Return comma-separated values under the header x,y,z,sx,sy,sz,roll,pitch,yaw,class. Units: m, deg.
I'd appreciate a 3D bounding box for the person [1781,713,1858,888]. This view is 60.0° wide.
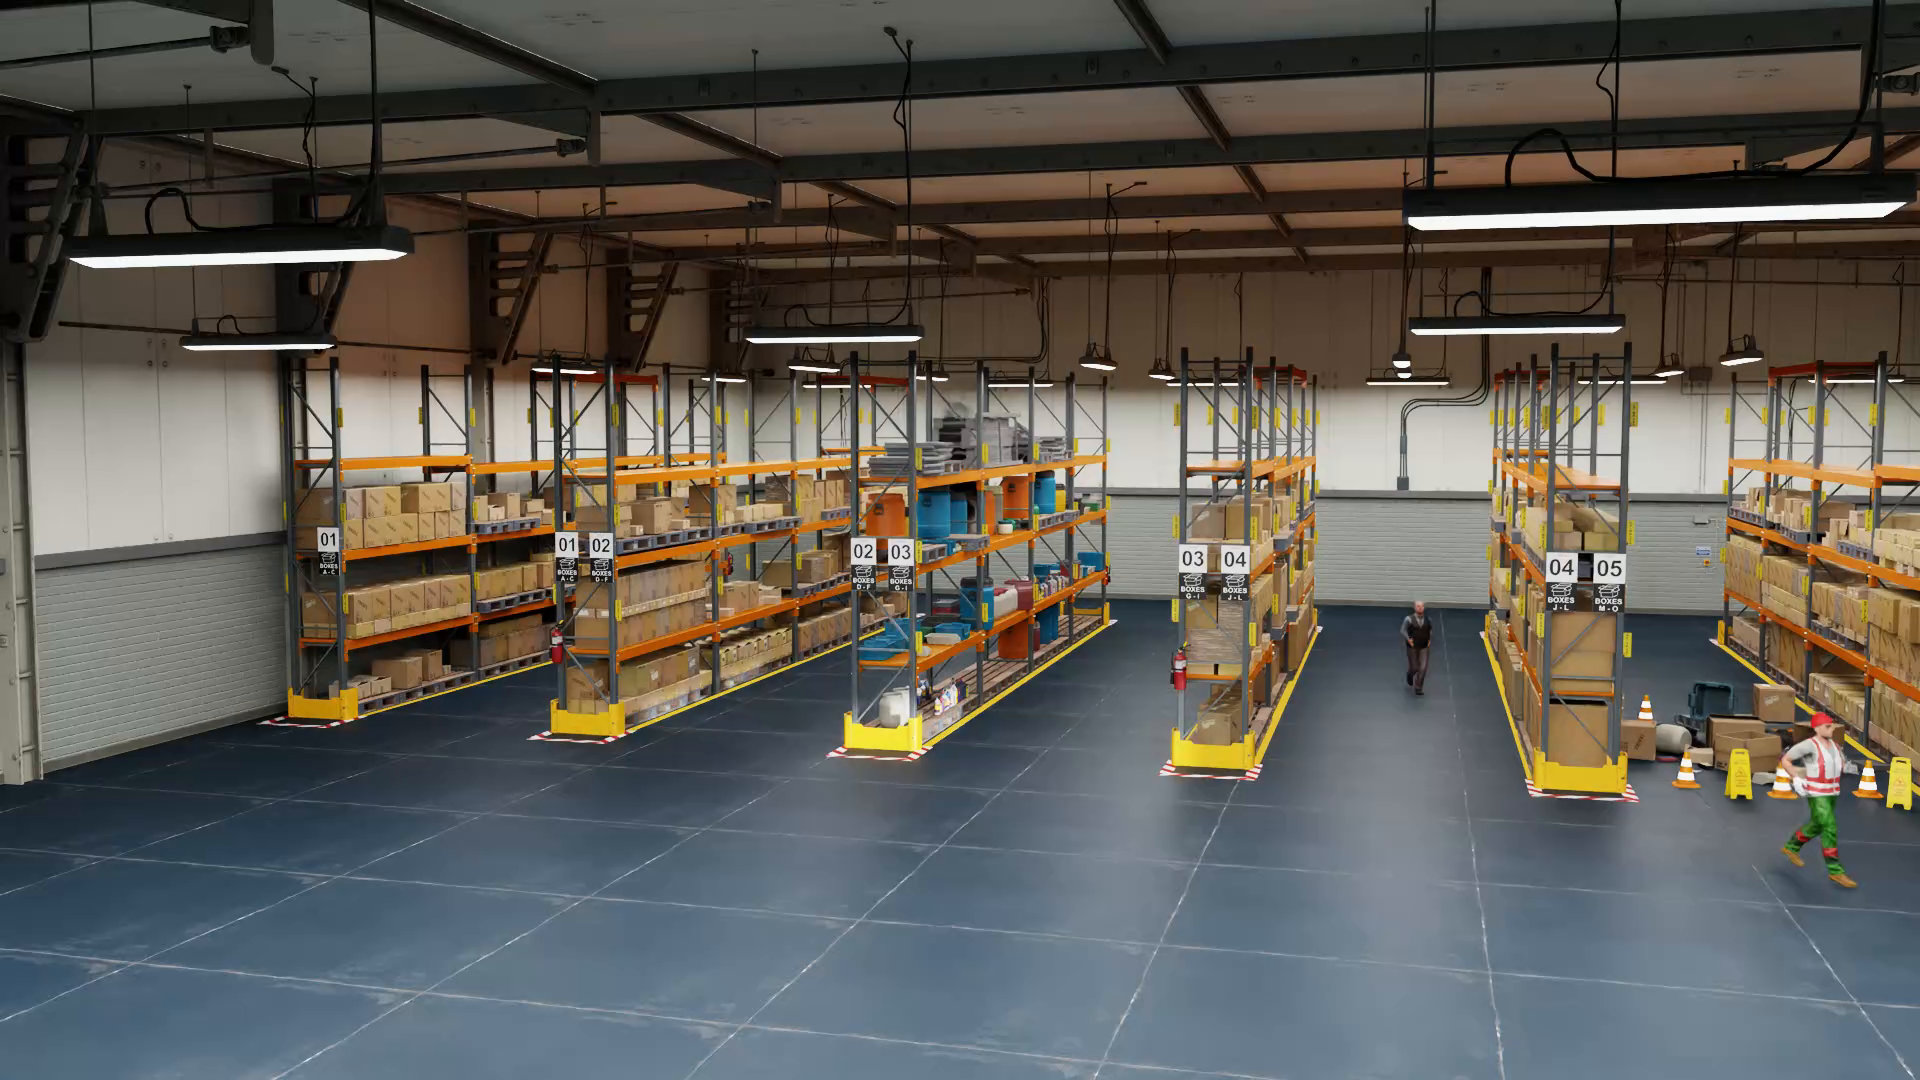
x,y,z,sx,sy,sz,roll,pitch,yaw,class
9.307,2.757,17.968,0.661,1.786,0.979,-2,5,-28,person

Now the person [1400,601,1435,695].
x,y,z,sx,sy,sz,roll,pitch,yaw,class
8.307,1.946,30.162,0.651,1.687,0.733,0,4,1,person
